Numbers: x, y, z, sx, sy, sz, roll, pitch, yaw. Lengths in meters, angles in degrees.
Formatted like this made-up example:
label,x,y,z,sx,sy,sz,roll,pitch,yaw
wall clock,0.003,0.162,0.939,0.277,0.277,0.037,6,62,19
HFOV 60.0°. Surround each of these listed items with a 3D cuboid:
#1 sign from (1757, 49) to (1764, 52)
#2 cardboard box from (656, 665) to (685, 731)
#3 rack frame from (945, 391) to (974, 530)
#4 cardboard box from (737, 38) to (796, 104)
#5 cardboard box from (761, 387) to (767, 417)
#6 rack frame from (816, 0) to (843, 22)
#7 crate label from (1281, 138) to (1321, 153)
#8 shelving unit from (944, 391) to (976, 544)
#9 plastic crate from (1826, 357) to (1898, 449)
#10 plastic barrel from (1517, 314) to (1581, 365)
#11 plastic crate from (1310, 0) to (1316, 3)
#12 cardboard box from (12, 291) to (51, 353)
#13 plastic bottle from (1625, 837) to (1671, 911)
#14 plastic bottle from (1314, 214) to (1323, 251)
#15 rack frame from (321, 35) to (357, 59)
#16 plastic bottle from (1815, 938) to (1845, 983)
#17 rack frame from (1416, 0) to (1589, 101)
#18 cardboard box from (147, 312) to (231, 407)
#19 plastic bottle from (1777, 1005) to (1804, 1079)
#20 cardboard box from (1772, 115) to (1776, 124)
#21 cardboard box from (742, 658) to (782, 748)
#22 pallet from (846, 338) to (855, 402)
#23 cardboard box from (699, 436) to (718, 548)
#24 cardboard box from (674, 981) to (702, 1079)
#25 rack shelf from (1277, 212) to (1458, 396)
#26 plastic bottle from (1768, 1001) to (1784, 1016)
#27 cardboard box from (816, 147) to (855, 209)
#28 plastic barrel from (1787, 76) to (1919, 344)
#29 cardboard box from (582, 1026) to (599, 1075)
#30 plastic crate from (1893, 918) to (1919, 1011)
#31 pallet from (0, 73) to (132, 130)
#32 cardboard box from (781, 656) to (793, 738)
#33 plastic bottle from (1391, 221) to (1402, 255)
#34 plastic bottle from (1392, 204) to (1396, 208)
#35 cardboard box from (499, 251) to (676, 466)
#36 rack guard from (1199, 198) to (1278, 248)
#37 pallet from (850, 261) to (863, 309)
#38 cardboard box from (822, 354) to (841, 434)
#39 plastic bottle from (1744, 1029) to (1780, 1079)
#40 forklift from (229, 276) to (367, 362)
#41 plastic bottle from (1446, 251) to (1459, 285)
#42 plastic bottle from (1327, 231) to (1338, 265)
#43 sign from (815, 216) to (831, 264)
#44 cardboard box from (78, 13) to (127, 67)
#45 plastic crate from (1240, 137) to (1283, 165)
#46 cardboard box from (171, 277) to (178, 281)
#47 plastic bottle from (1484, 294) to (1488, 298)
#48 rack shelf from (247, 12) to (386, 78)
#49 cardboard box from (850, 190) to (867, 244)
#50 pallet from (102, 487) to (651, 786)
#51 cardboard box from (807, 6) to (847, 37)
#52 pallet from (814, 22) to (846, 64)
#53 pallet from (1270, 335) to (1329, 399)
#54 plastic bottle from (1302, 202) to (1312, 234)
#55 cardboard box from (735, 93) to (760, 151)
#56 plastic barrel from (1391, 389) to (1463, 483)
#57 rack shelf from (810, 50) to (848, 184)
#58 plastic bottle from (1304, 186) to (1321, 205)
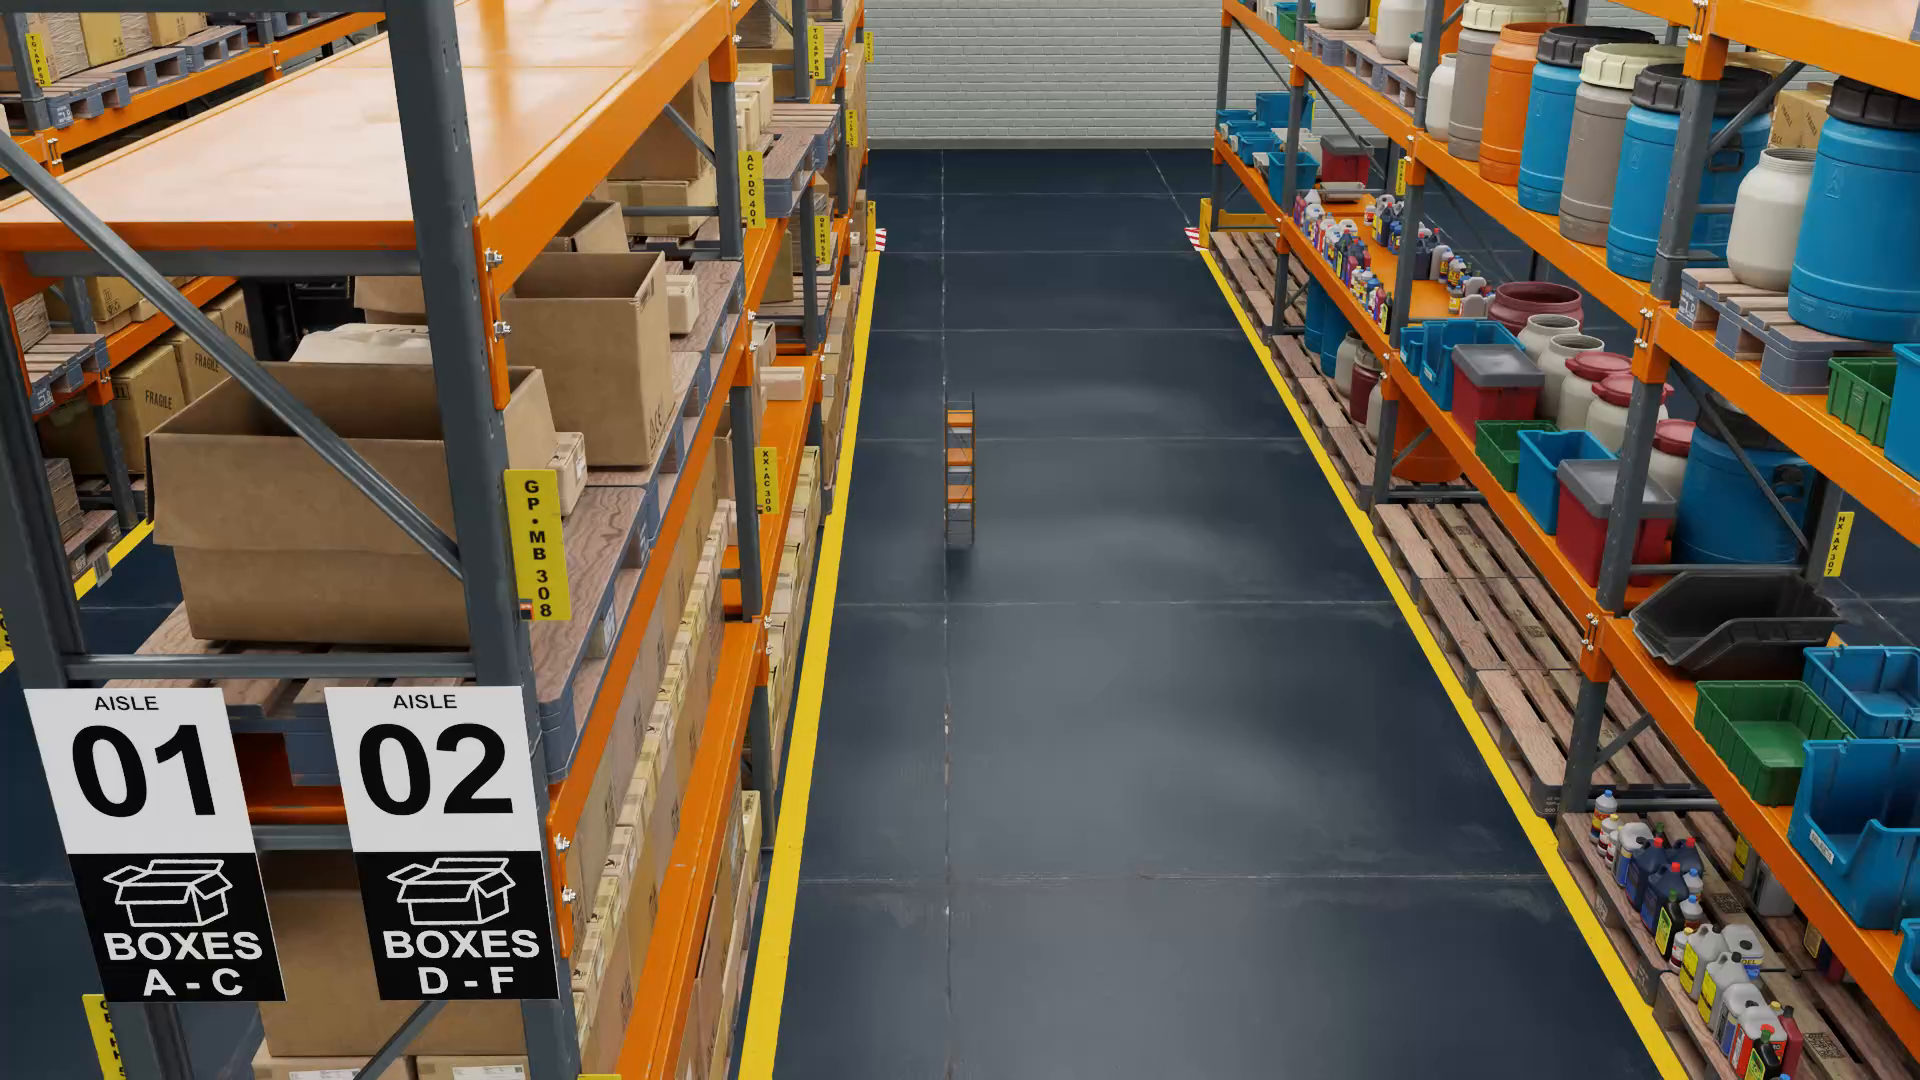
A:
label,x,y,z,sx,sy,sz,roll,pitch,yaw
sign,8.886,-5.454,18.477,0.100,0.325,0.005,0,24,-1
cardboard box,-1.196,0.568,5.945,0.380,0.149,0.250,1,24,1
rack frame,-0.002,-0.551,11.694,0.200,1.050,0.008,0,24,-1
cardboard box,-1.514,-3.075,11.147,0.910,0.500,0.500,0,24,-1
cardboard box,-1.405,-0.843,10.279,0.380,0.149,0.250,2,24,3
rack frame,-1.519,-5.864,13.796,1.000,3.000,0.127,0,24,-1
crate label,3.597,-4.138,17.506,0.396,0.136,0.243,0,24,-1
shelving unit,-0.001,-0.500,11.582,0.215,1.050,0.252,0,24,-1
plastic crate,3.266,-0.474,5.775,0.336,0.188,0.450,0,24,-1
plastic barrel,3.702,-1.131,10.476,0.421,0.512,0.421,0,24,0
plastic crate,3.661,-5.196,16.279,0.437,0.136,0.530,0,24,-1
cardboard box,-6.414,-1.511,10.796,0.700,0.500,0.500,-3,25,-7
plastic bottle,3.115,1.486,7.505,0.144,0.351,0.185,0,24,1
plastic bottle,3.021,-2.579,13.955,0.061,0.283,0.133,0,24,-1
rack frame,-6.516,-4.755,18.624,1.000,3.000,0.127,0,24,-1
plastic bottle,3.714,1.726,7.056,0.061,0.283,0.133,0,24,-1
rack frame,3.478,-4.237,10.198,1.000,3.000,0.127,0,24,-1
cardboard box,-6.309,-1.335,13.161,0.750,0.750,0.750,0,24,-1
plastic bottle,3.238,1.971,6.515,0.061,0.283,0.133,0,24,-1
cardboard box,8.624,-4.272,17.377,0.500,0.250,0.500,-1,24,-2
cardboard box,-1.187,0.800,8.487,0.500,0.311,0.500,0,24,0
pallet,-1.472,-1.525,14.866,1.003,0.211,1.213,0,24,-1
cardboard box,-1.421,-0.288,7.052,0.700,0.500,0.500,0,24,0
cardboard box,-1.197,1.900,5.827,0.500,0.500,0.500,0,24,-1
rack shelf,3.456,-2.000,13.404,1.077,0.370,4.000,0,24,-1
plastic bottle,3.254,1.944,6.675,0.097,0.201,0.097,0,24,0
cardboard box,-1.252,-3.388,15.479,0.500,0.500,0.500,0,24,1
plastic barrel,3.425,-1.231,6.074,0.600,0.901,0.708,0,24,-1
cardboard box,-1.380,1.576,4.504,0.700,0.500,0.500,0,24,-1
plastic crate,3.259,1.388,5.221,0.499,0.251,0.408,0,24,-1
pallet,-6.489,-3.005,11.342,1.213,0.211,1.003,1,24,2
cardboard box,-1.193,0.849,9.060,0.500,0.250,0.500,0,24,1
plastic bottle,3.648,-2.510,13.816,0.097,0.271,0.097,0,24,0
plastic bottle,3.766,-2.784,14.415,0.152,0.276,0.135,0,24,-1
cardboard box,-1.133,-0.539,4.861,0.500,0.500,0.500,0,24,-1
rack guard,3.377,-3.671,19.260,1.175,0.500,0.348,0,24,-1
pallet,-1.542,-2.647,17.347,1.003,0.211,1.213,0,24,-1
cardboard box,-1.206,-1.155,13.164,0.500,0.500,0.500,-1,24,-1
plastic bottle,3.087,2.027,6.390,0.061,0.283,0.133,0,24,1
forklift,-3.119,-0.485,9.265,1.130,2.935,3.031,-1,24,-1
plastic bottle,3.829,-2.106,12.909,0.061,0.283,0.133,0,24,-1
plastic bottle,3.045,-2.375,13.518,0.097,0.271,0.097,0,24,0
sign,-0.920,-2.014,11.158,0.100,0.325,0.005,0,24,-1
cardboard box,-6.543,-3.717,12.034,0.700,0.500,0.500,1,24,2
plastic crate,3.082,-3.981,17.044,0.416,0.233,0.300,0,24,-1
cardboard box,-6.179,-2.271,12.624,0.500,0.500,0.500,0,24,-1
plastic bottle,3.821,-1.681,12.067,0.097,0.201,0.097,0,24,0
rack shelf,-6.494,-4.970,16.332,1.077,0.370,4.000,0,24,-1
cardboard box,-1.310,-3.618,18.608,0.500,0.500,0.500,0,24,-1
pallet,-1.370,0.196,4.144,1.003,0.211,1.213,0,24,-1
cardboard box,-1.277,-4.631,14.891,0.500,0.250,0.500,0,24,-1
pallet,-1.582,-4.143,13.858,1.213,0.211,1.003,0,24,-1
pallet,3.401,-1.563,14.950,1.003,0.211,1.213,0,24,-1
plastic bottle,3.033,-2.797,14.451,0.097,0.271,0.097,0,24,0
cardboard box,-1.395,-2.334,9.303,0.500,0.250,0.500,-1,24,-2
plastic barrel,3.455,-0.907,12.240,0.600,0.830,0.708,0,24,-1
rack shelf,-1.497,-3.346,12.740,1.077,0.370,4.000,0,24,-1
plastic bottle,3.114,-2.966,14.728,0.144,0.351,0.185,0,24,-1
